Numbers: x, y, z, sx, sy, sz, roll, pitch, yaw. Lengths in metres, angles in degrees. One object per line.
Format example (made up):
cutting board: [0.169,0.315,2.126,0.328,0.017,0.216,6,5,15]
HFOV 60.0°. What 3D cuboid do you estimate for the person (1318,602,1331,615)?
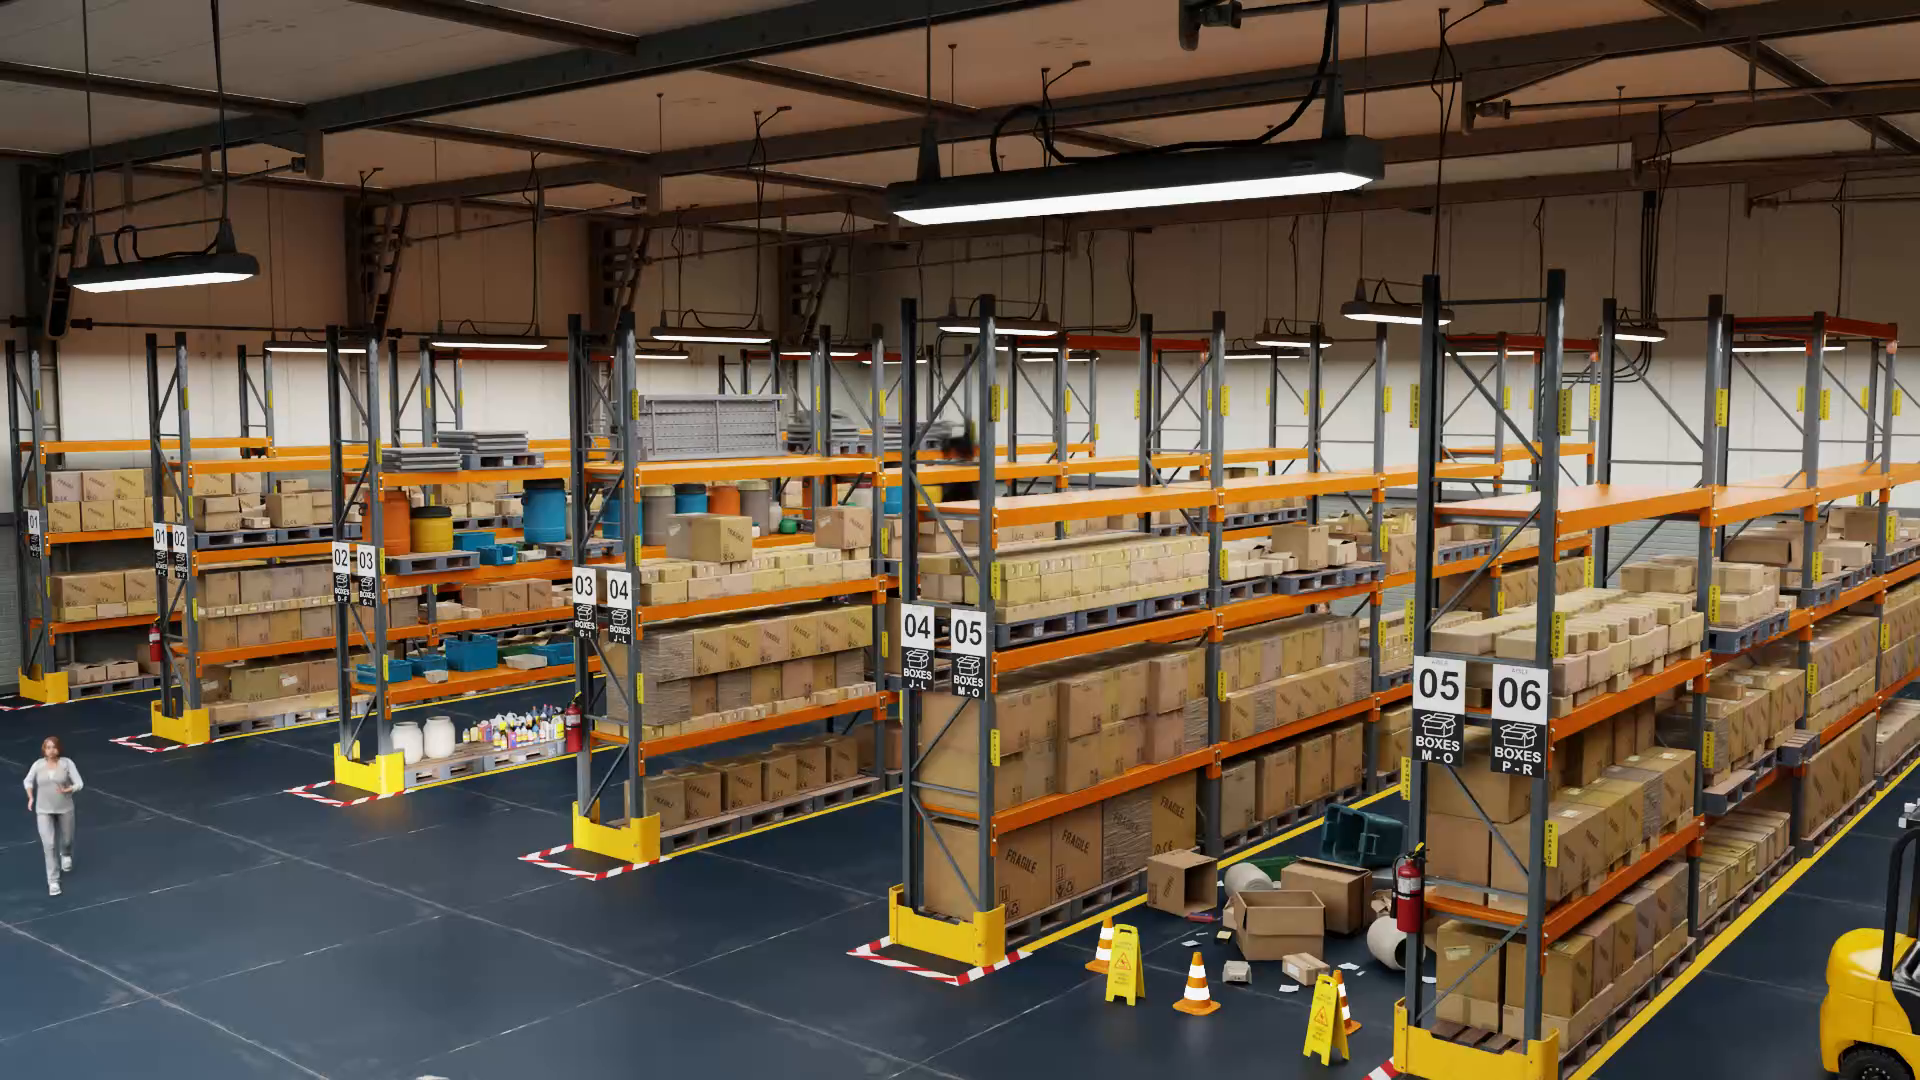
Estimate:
person: [6.205,1.828,28.195,0.550,1.632,0.730,4,7,38]

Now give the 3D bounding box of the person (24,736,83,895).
person: [-9.392,2.814,17.247,0.544,1.575,0.864,-3,6,-27]
